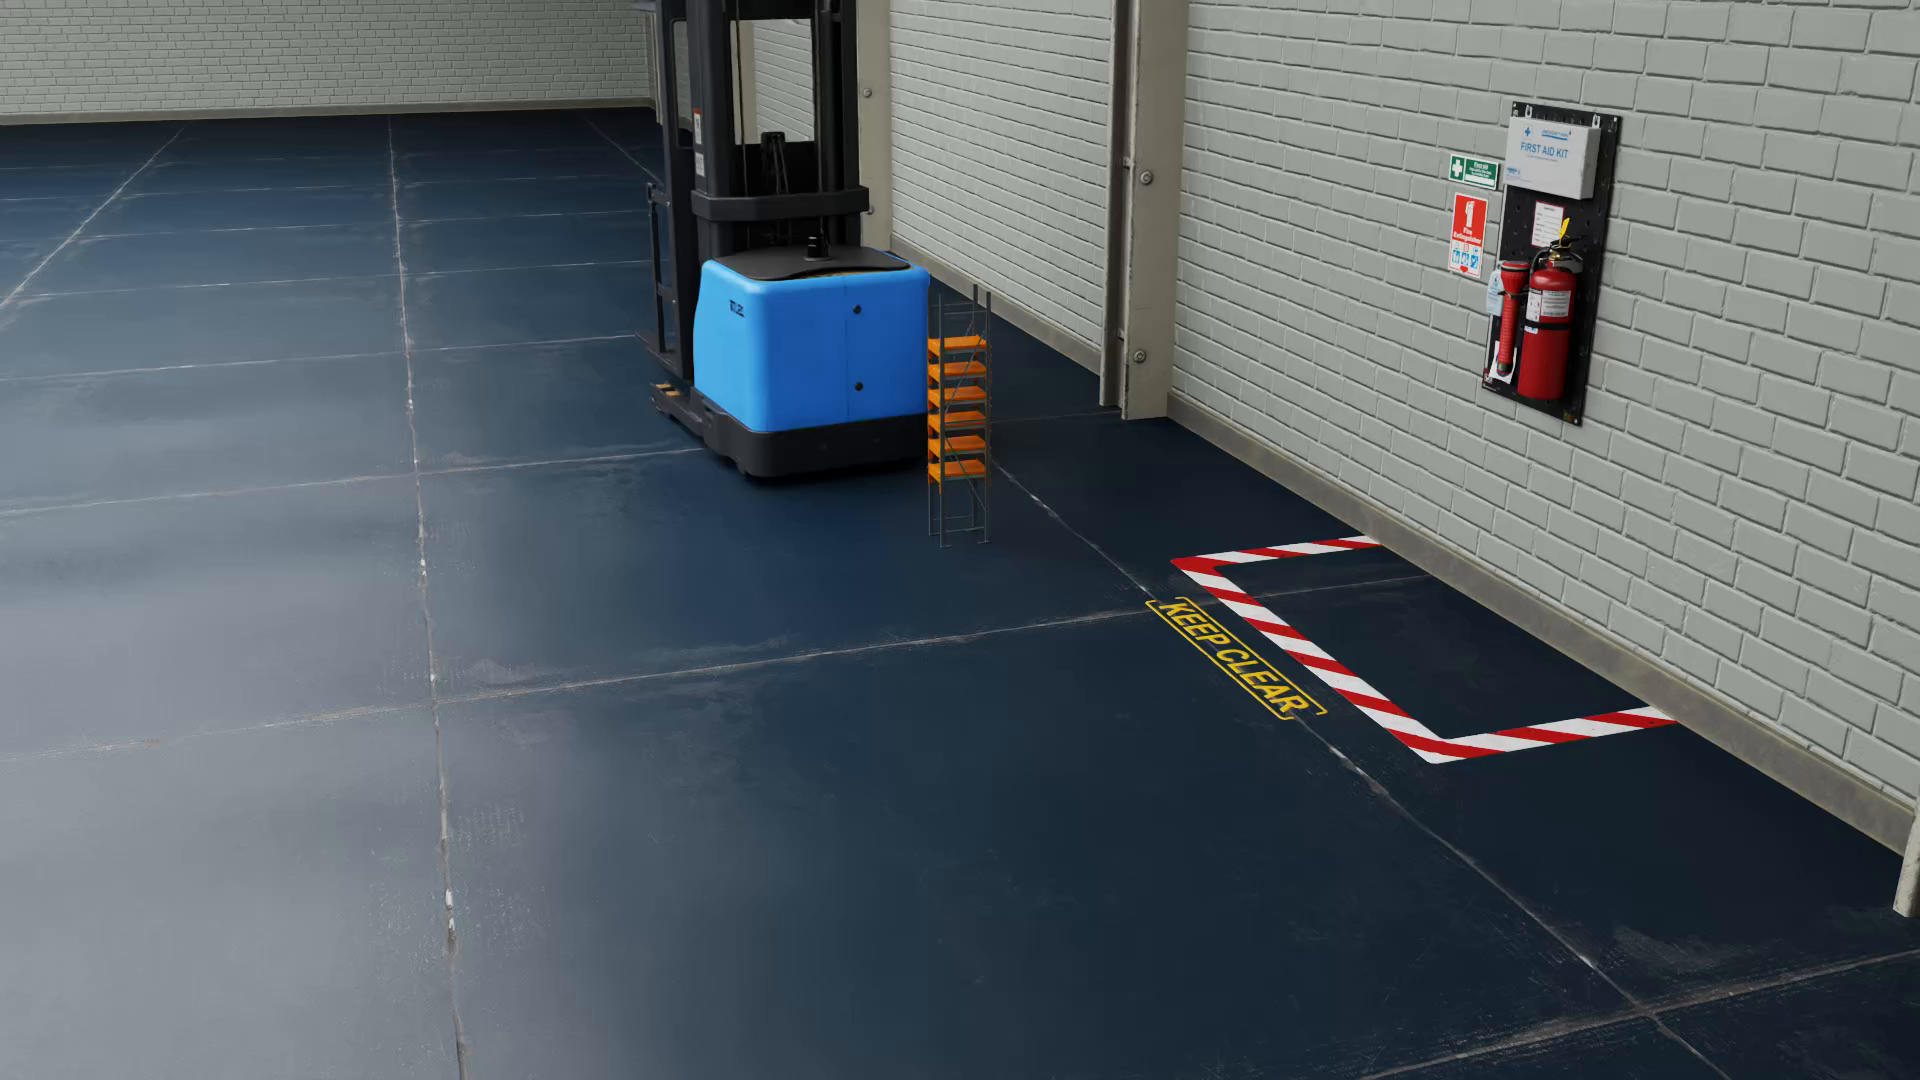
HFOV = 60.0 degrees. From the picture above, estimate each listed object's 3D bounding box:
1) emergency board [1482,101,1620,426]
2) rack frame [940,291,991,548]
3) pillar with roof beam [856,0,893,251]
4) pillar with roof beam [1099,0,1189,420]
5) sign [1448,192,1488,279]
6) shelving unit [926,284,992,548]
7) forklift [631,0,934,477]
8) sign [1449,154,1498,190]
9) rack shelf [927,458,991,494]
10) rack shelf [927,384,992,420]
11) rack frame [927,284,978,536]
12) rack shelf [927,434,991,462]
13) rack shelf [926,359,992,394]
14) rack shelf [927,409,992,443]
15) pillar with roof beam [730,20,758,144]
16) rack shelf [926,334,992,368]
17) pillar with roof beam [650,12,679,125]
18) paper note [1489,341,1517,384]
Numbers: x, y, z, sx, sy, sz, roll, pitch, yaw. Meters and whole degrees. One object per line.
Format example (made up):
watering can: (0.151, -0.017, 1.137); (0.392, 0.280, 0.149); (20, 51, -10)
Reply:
emergency board: (2.212, -1.078, 6.480); (0.194, 1.169, 0.643); (-6, 21, -17)
rack frame: (0.024, -0.540, 7.645); (0.240, 1.200, 0.006); (-6, 21, -17)
pillar with roof beam: (-4.906, -6.498, 12.695); (9.100, 9.000, 0.400); (-6, 21, -17)
pillar with roof beam: (-3.020, -4.572, 7.334); (9.100, 9.000, 0.400); (-6, 21, -17)
sign: (2.136, -1.283, 6.999); (0.001, 0.329, 0.234); (-6, 21, -17)
shelving unit: (-0.005, -0.569, 7.727); (0.258, 1.200, 0.189); (-6, 21, -17)
forklift: (-1.233, -2.162, 9.600); (1.130, 2.935, 3.031); (-9, 22, -24)
sign: (2.129, -1.530, 6.902); (0.001, 0.109, 0.331); (-6, 21, -17)
rack shelf: (-0.005, -0.302, 7.823); (0.258, 0.103, 0.180); (-6, 21, -17)
rack shelf: (-0.005, -0.640, 7.701); (0.258, 0.103, 0.180); (-6, 21, -17)
rack frame: (-0.033, -0.599, 7.808); (0.240, 1.200, 0.006); (-6, 21, -17)
rack shelf: (-0.005, -0.415, 7.782); (0.258, 0.103, 0.180); (-6, 21, -17)
rack shelf: (-0.005, -0.753, 7.660); (0.258, 0.103, 0.180); (-6, 21, -17)
rack shelf: (-0.005, -0.528, 7.742); (0.258, 0.103, 0.180); (-6, 21, -17)
pillar with roof beam: (-6.792, -8.423, 18.055); (9.100, 9.000, 0.400); (-6, 21, -17)
rack shelf: (-0.005, -0.866, 7.620); (0.258, 0.103, 0.180); (-6, 21, -17)
pillar with roof beam: (-8.678, -10.349, 23.416); (9.100, 9.000, 0.400); (-6, 21, -17)
paper note: (2.222, -0.728, 6.808); (0.016, 0.148, 0.142); (-6, 21, -17)
